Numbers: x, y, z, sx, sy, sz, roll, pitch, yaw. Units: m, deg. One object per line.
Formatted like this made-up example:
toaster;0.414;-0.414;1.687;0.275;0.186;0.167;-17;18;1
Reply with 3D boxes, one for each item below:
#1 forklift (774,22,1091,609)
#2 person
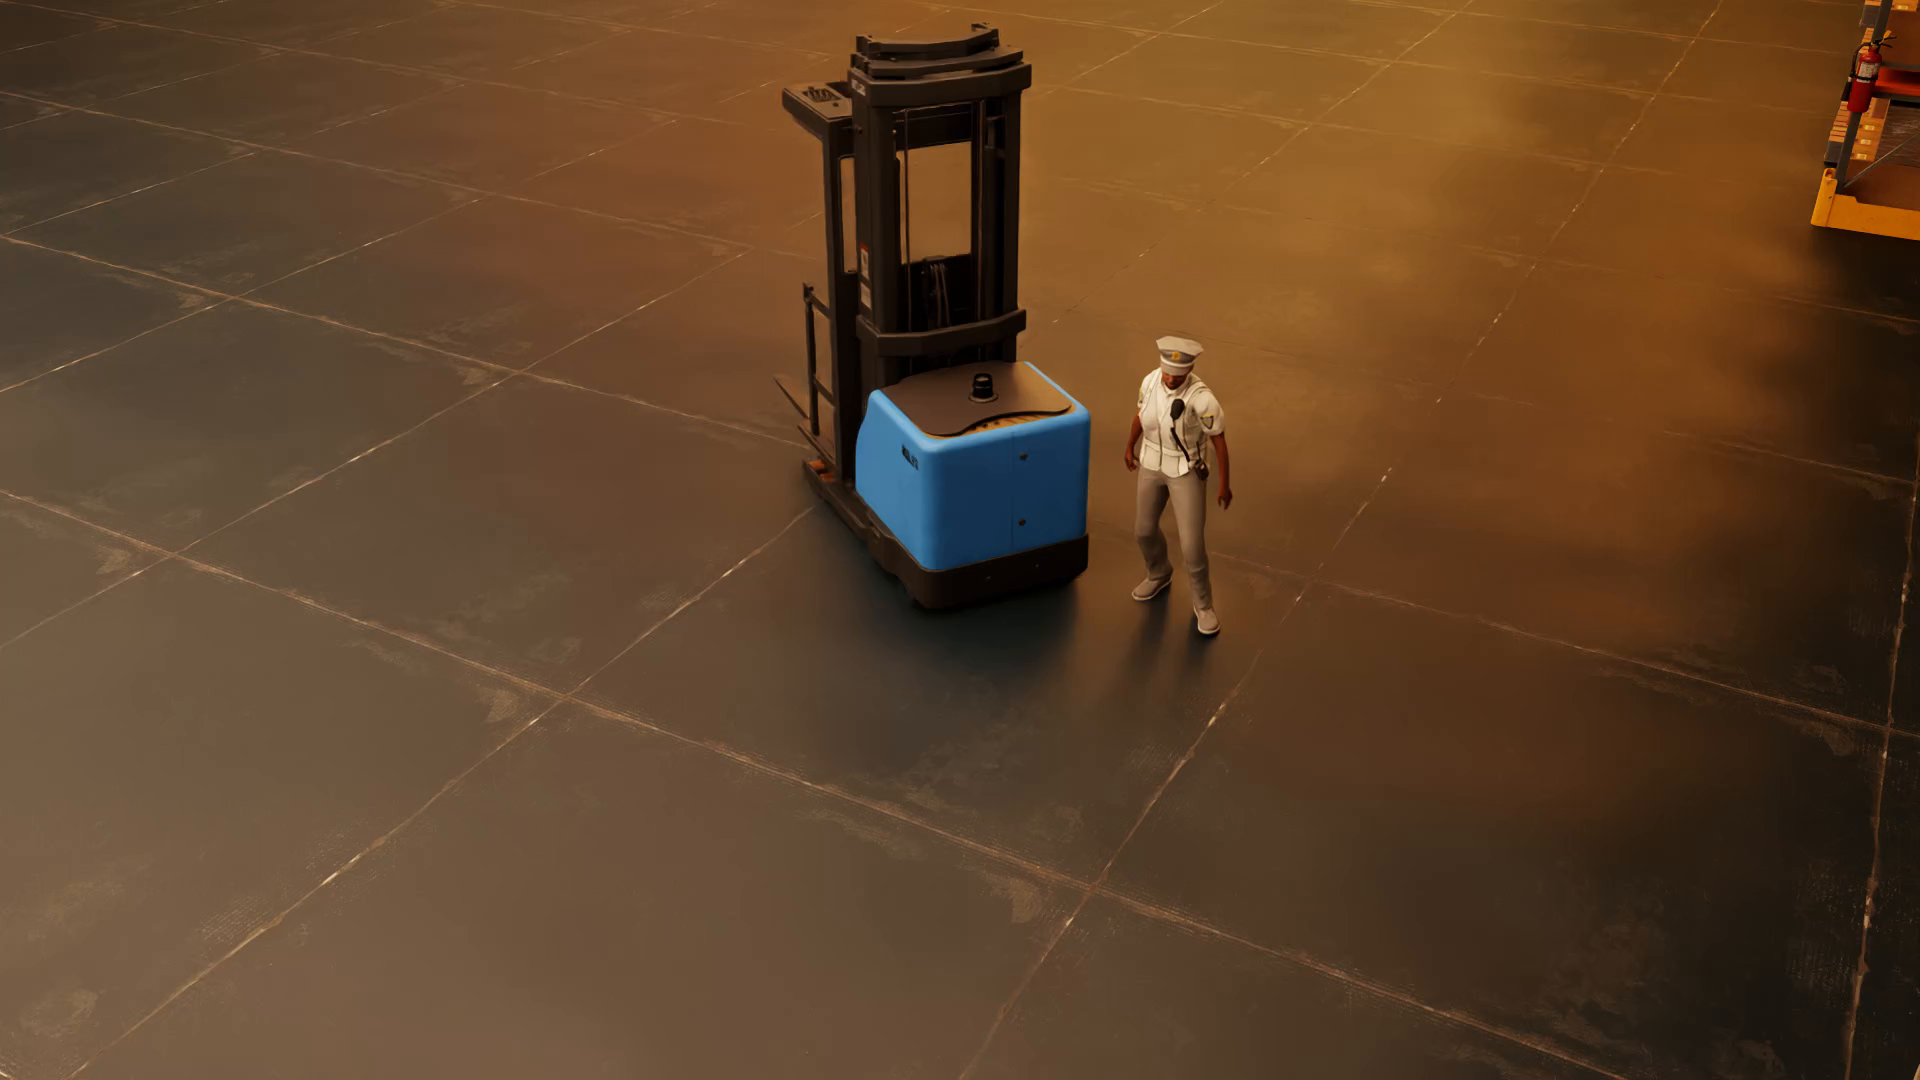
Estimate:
forklift;-0.348;-1.606;9.853;1.130;2.935;3.031;-13;32;-21
person;1.172;-0.345;8.987;0.787;1.632;0.404;23;37;34
